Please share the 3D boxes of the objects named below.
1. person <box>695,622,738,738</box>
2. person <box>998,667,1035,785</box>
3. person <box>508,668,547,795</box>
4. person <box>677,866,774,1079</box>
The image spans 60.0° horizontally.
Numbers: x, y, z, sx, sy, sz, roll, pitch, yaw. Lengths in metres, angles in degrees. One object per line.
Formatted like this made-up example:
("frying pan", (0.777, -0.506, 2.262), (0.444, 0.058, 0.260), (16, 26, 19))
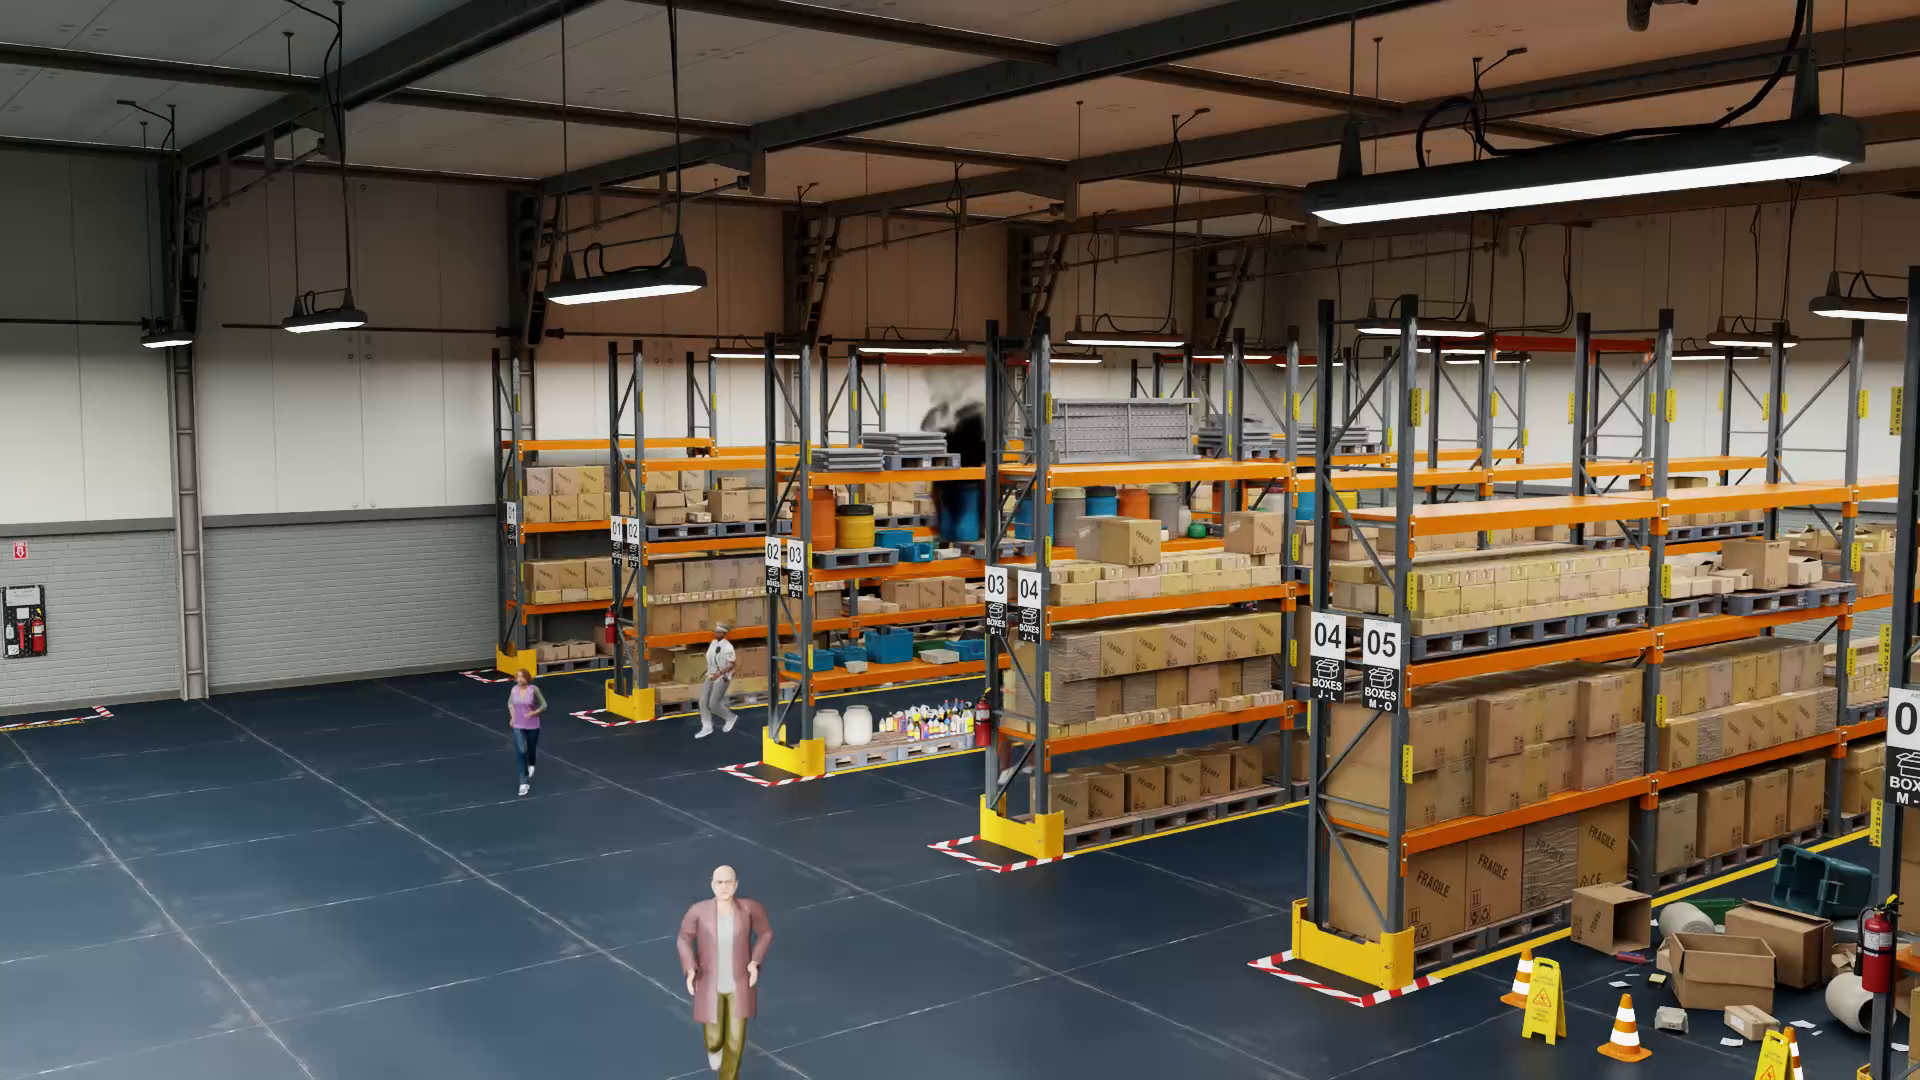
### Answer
("person", (-3.433, 1.988, 23.745), (0.629, 1.681, 0.616), (-5, 7, -44))
("person", (0.721, 2.215, 21.081), (0.543, 1.751, 0.696), (5, 7, 42))
("person", (-5.661, 2.464, 21.756), (0.528, 1.604, 0.802), (0, 5, -5))
("person", (-1.706, 3.241, 12.136), (0.711, 1.743, 0.686), (-1, 5, -8))
